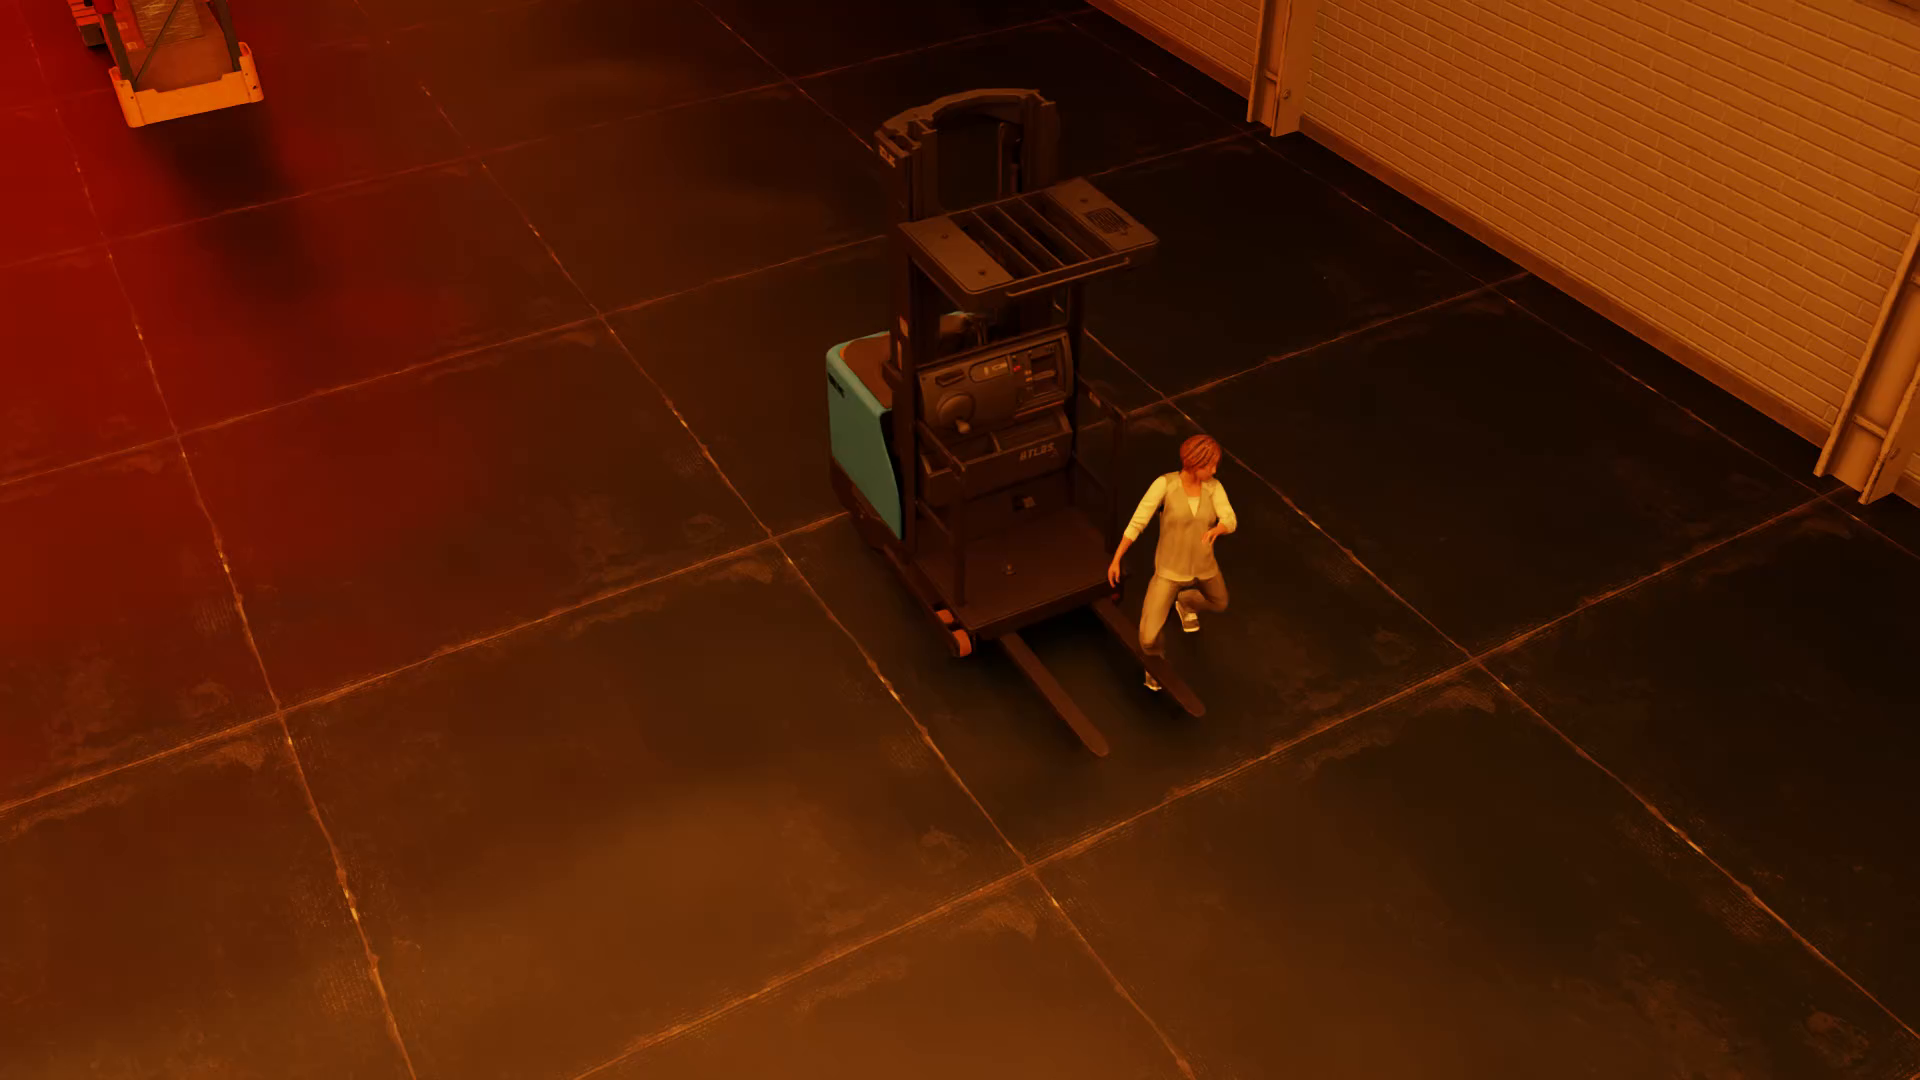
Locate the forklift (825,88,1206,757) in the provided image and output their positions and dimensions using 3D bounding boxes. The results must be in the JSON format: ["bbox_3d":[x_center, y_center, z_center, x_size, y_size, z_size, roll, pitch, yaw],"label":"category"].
[{"bbox_3d":[0.307,-0.784,8.981,1.130,2.935,3.031,-19,43,-21],"label":"forklift"}]

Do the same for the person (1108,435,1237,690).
[{"bbox_3d":[1.134,0.178,8.997,0.784,1.405,0.749,-15,42,-17],"label":"person"}]
